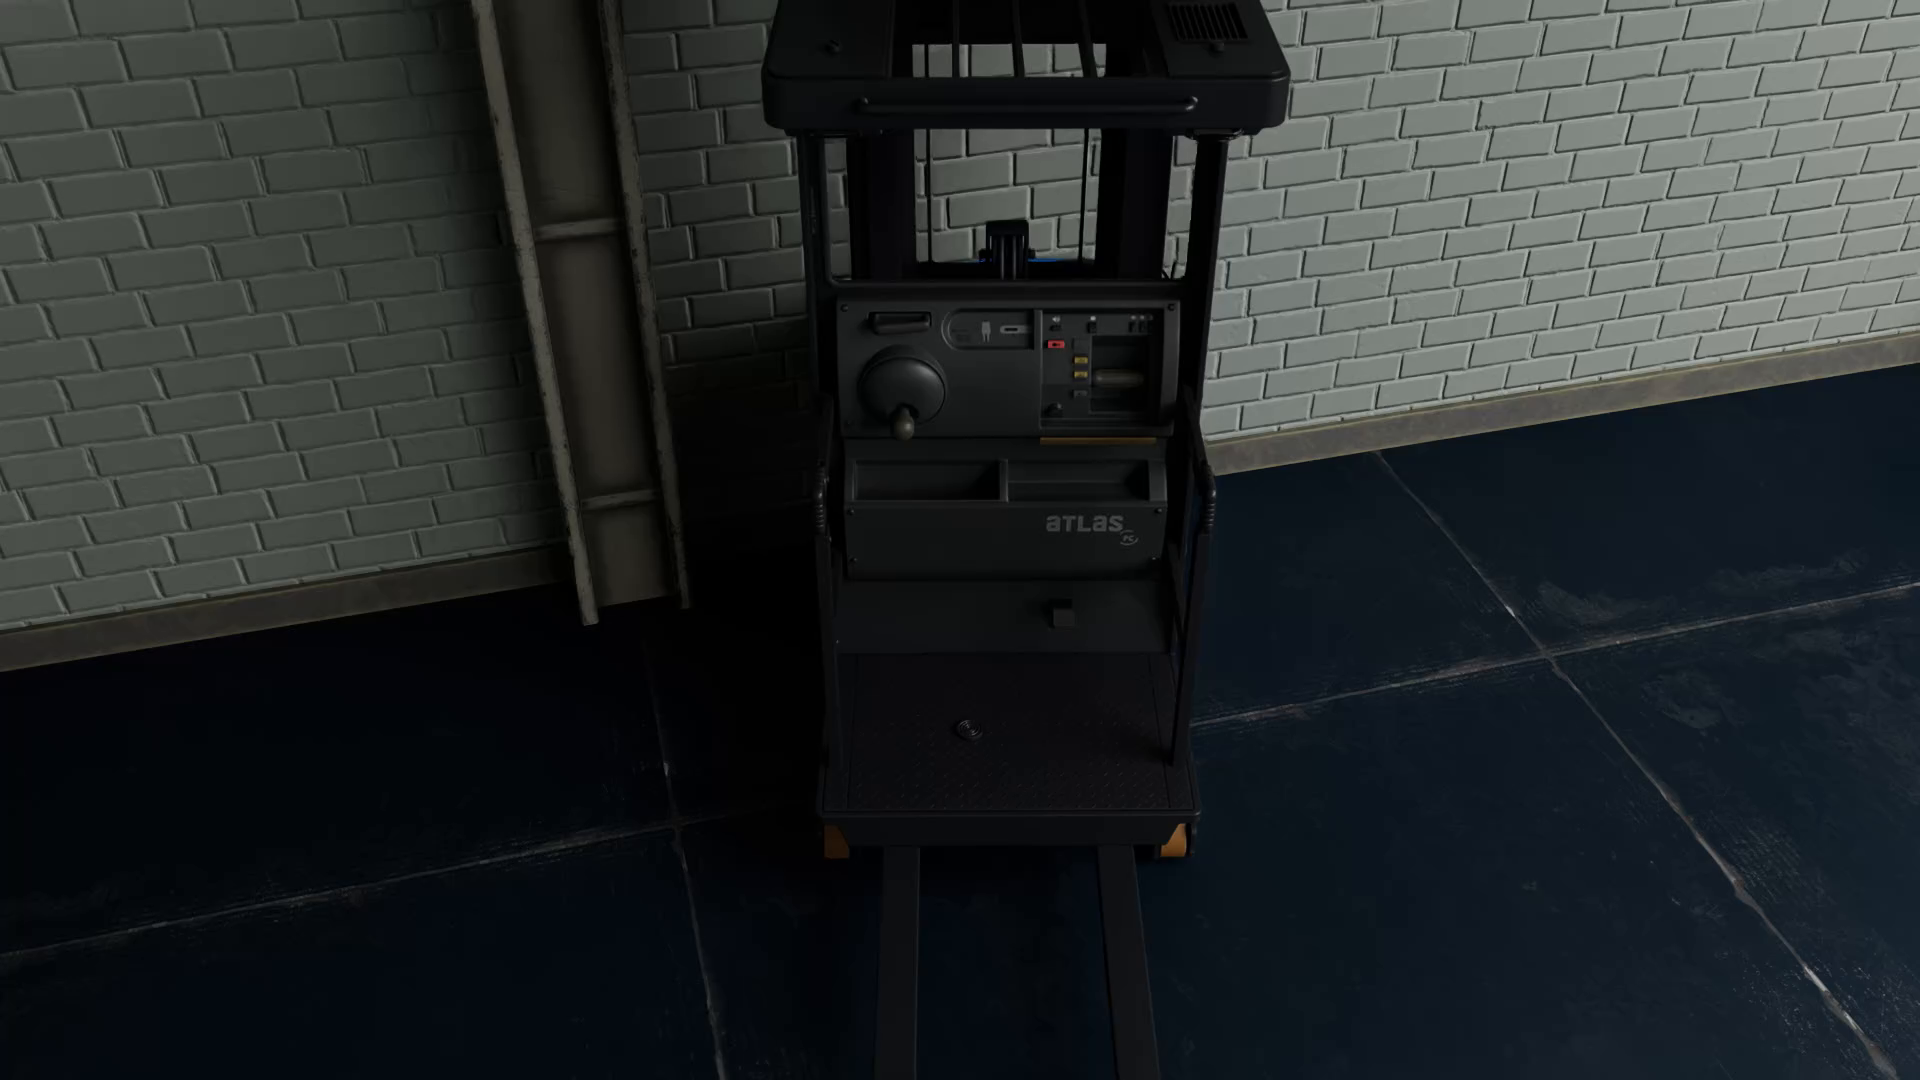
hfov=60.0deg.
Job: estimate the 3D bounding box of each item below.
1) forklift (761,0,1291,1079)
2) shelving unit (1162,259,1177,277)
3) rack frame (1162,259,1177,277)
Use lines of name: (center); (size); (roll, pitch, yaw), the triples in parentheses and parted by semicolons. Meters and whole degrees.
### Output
forklift: (0.134, -0.399, 4.359); (1.130, 2.935, 3.031); (0, 37, 0)
shelving unit: (0.538, -0.570, 6.092); (0.252, 1.050, 0.215); (-2, 32, -19)
rack frame: (0.654, -0.574, 6.131); (0.008, 1.050, 0.200); (-2, 32, -19)
